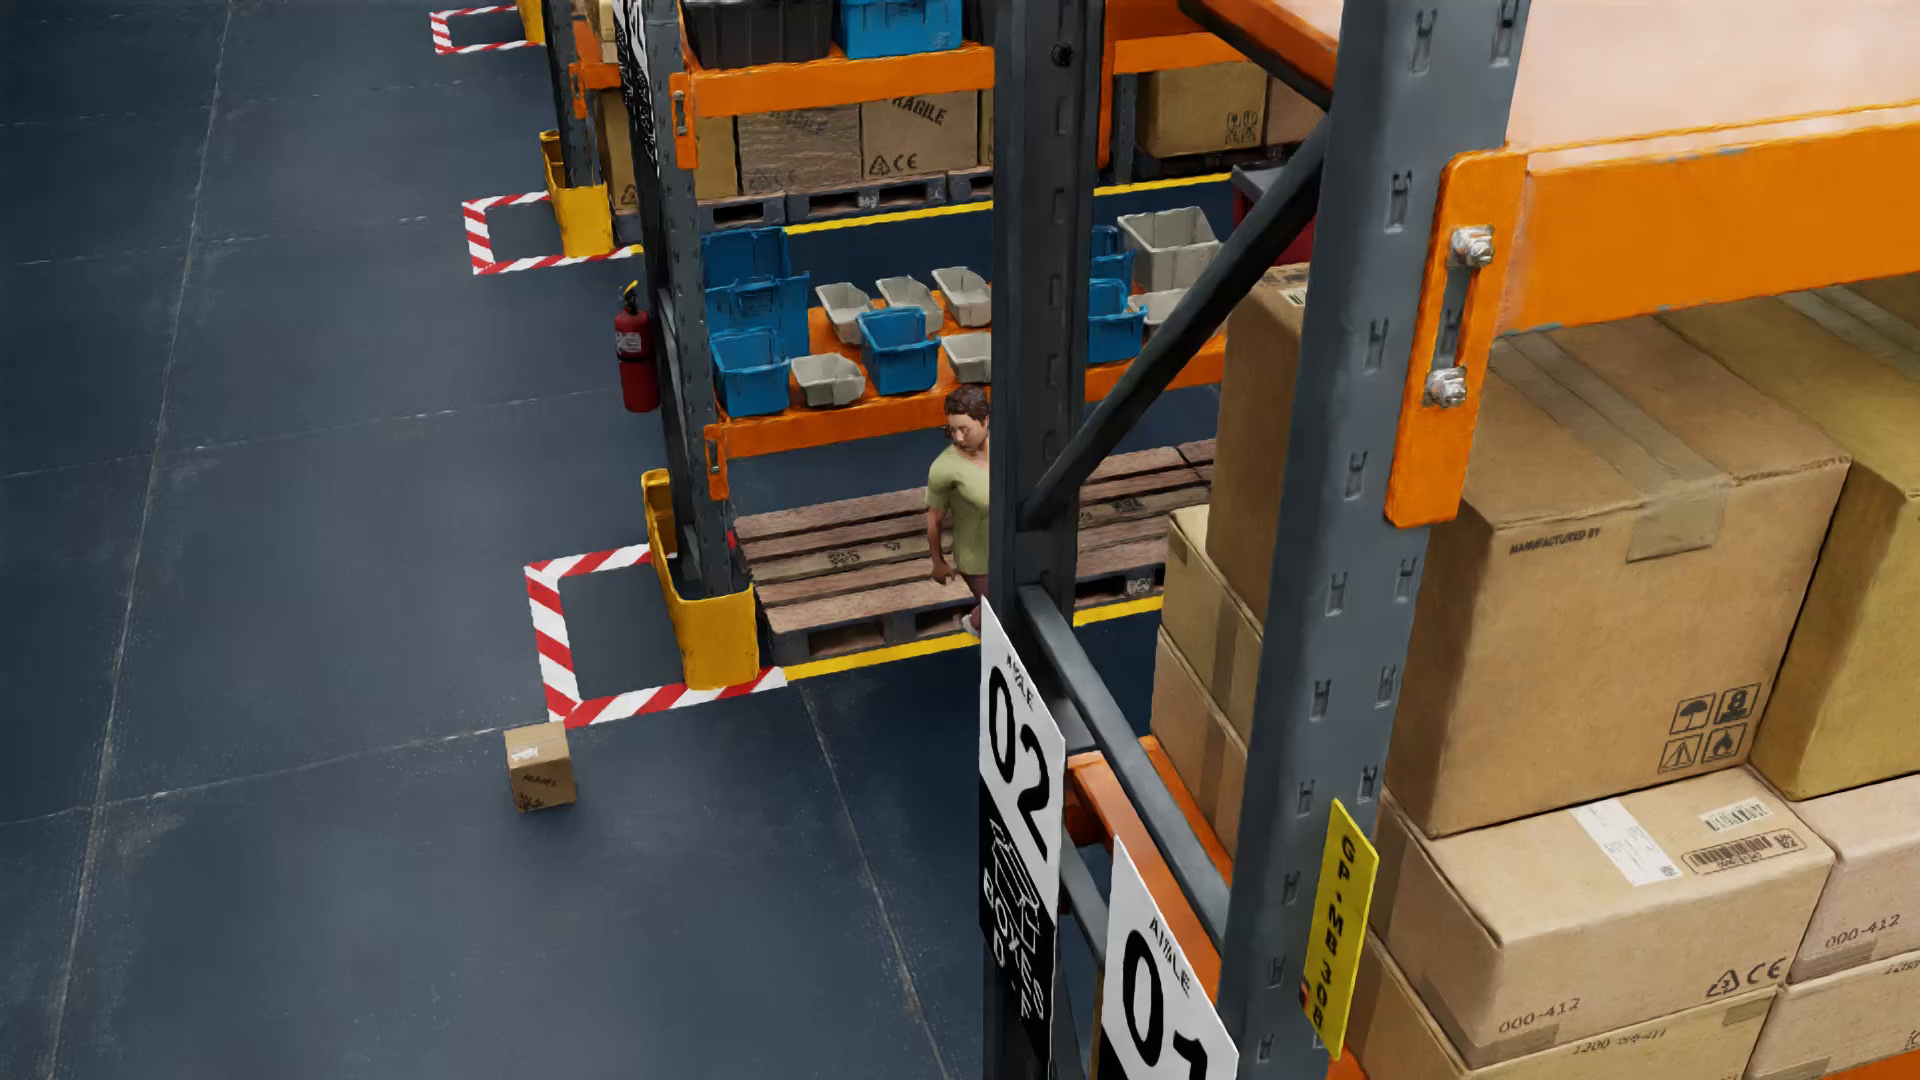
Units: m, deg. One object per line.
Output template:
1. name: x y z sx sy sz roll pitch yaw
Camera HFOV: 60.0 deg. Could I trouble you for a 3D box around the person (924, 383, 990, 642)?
1. person: 0.154 0.068 7.077 0.524 1.632 0.632 -26 42 -33
